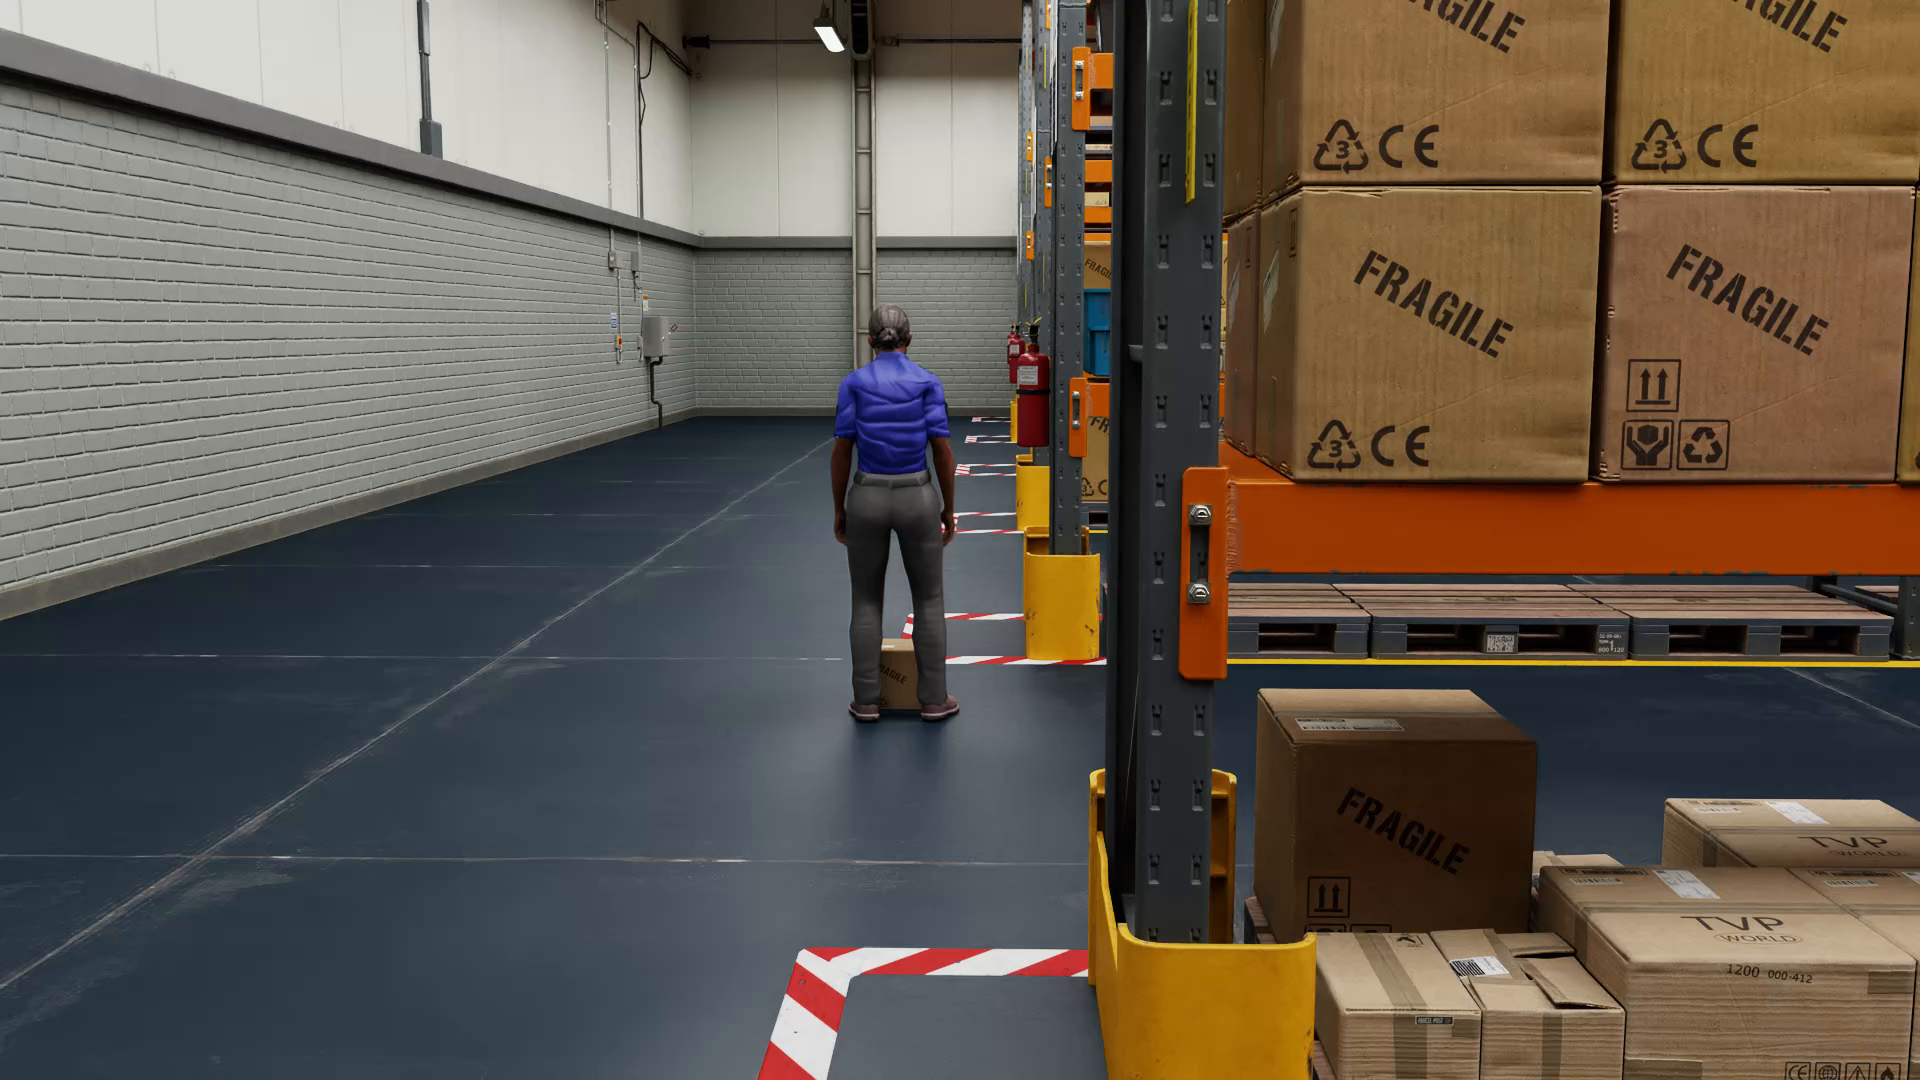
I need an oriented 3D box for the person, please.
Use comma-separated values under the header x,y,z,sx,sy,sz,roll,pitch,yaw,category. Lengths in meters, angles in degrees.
x,y,z,sx,sy,sz,roll,pitch,yaw,category
-0.259,-0.108,6.630,0.505,1.655,0.346,0,7,2,person
